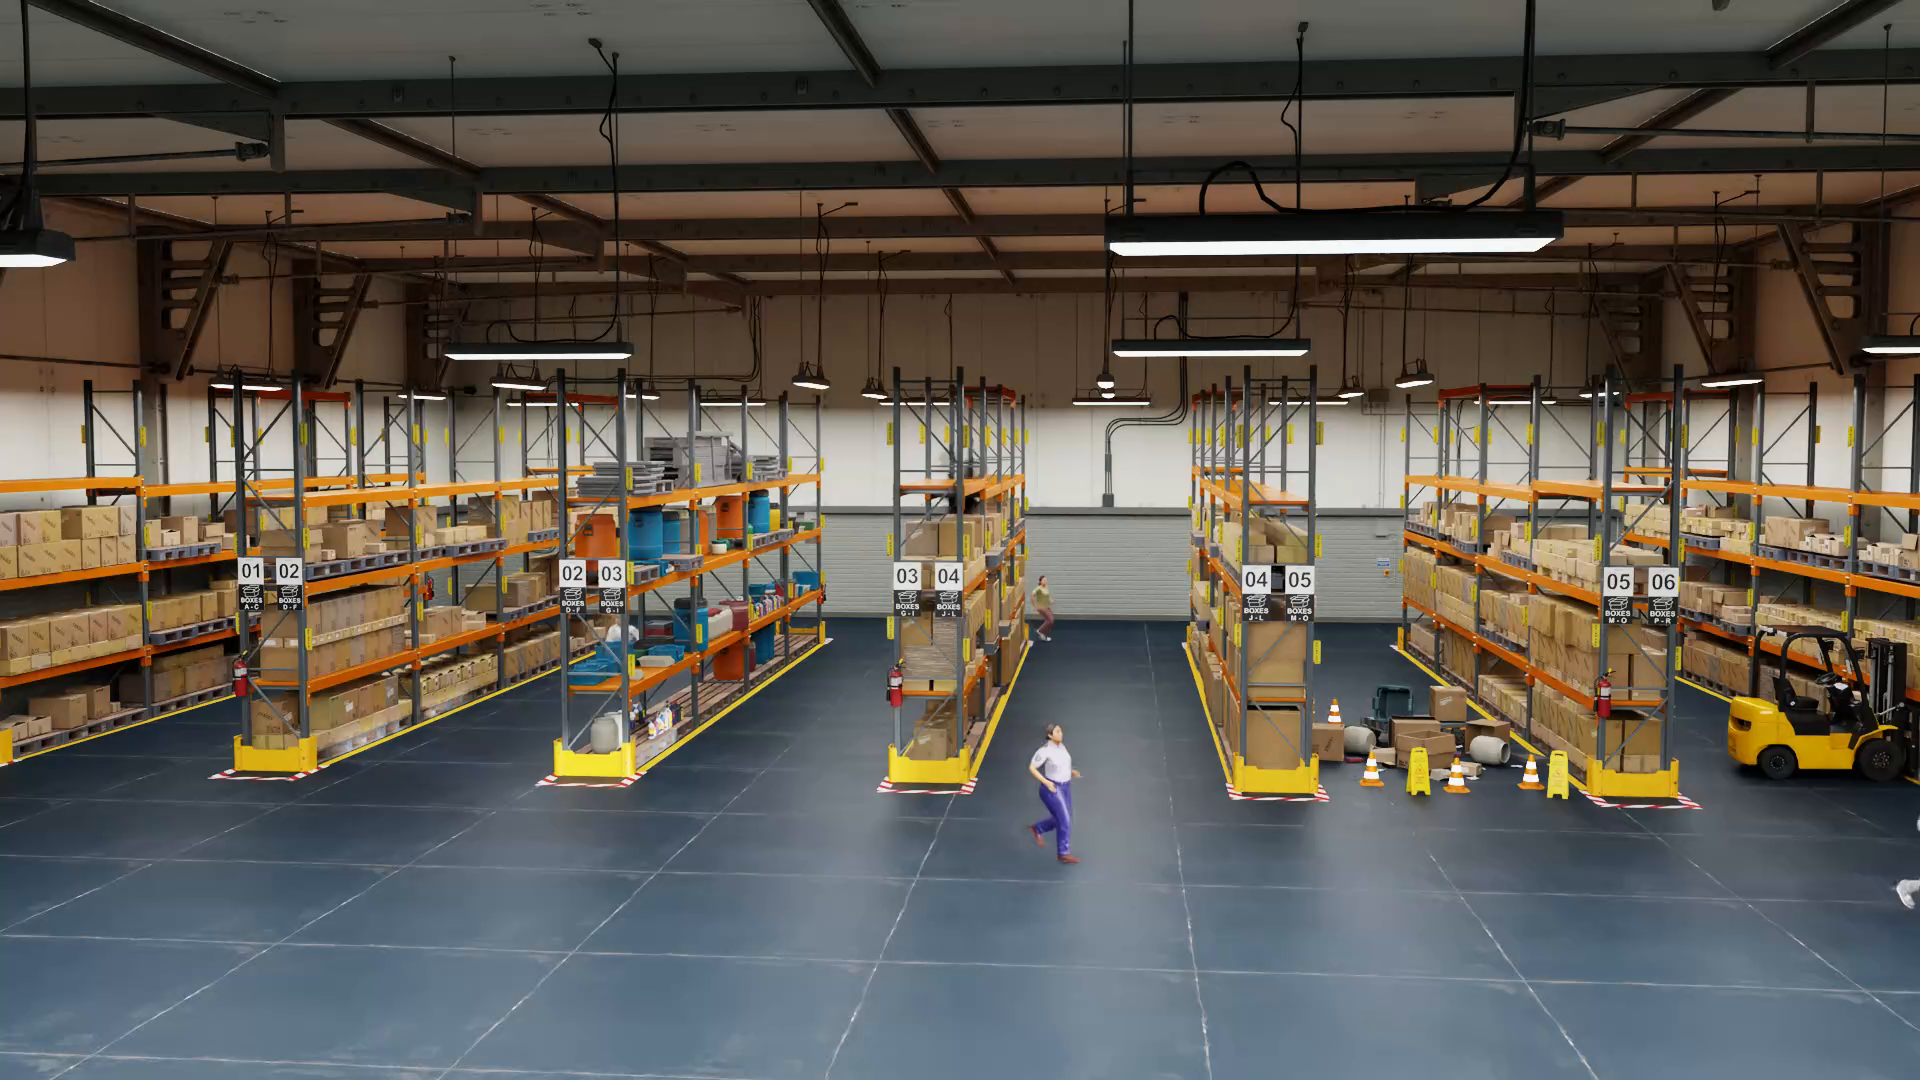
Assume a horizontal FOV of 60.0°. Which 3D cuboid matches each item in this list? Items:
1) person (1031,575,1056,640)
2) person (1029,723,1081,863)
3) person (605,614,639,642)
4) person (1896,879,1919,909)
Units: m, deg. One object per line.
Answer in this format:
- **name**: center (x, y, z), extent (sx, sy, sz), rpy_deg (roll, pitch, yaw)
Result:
- **person**: center (2.054, 1.671, 40.576), extent (0.527, 1.617, 0.639), rpy_deg (3, 4, 35)
- **person**: center (1.103, 2.972, 19.695), extent (0.793, 1.611, 0.619), rpy_deg (3, 4, 36)
- **person**: center (-6.448, 2.207, 31.716), extent (0.627, 1.749, 0.708), rpy_deg (1, 4, 10)
- **person**: center (9.966, 3.178, 16.921), extent (0.549, 1.586, 0.786), rpy_deg (-2, 4, -26)
